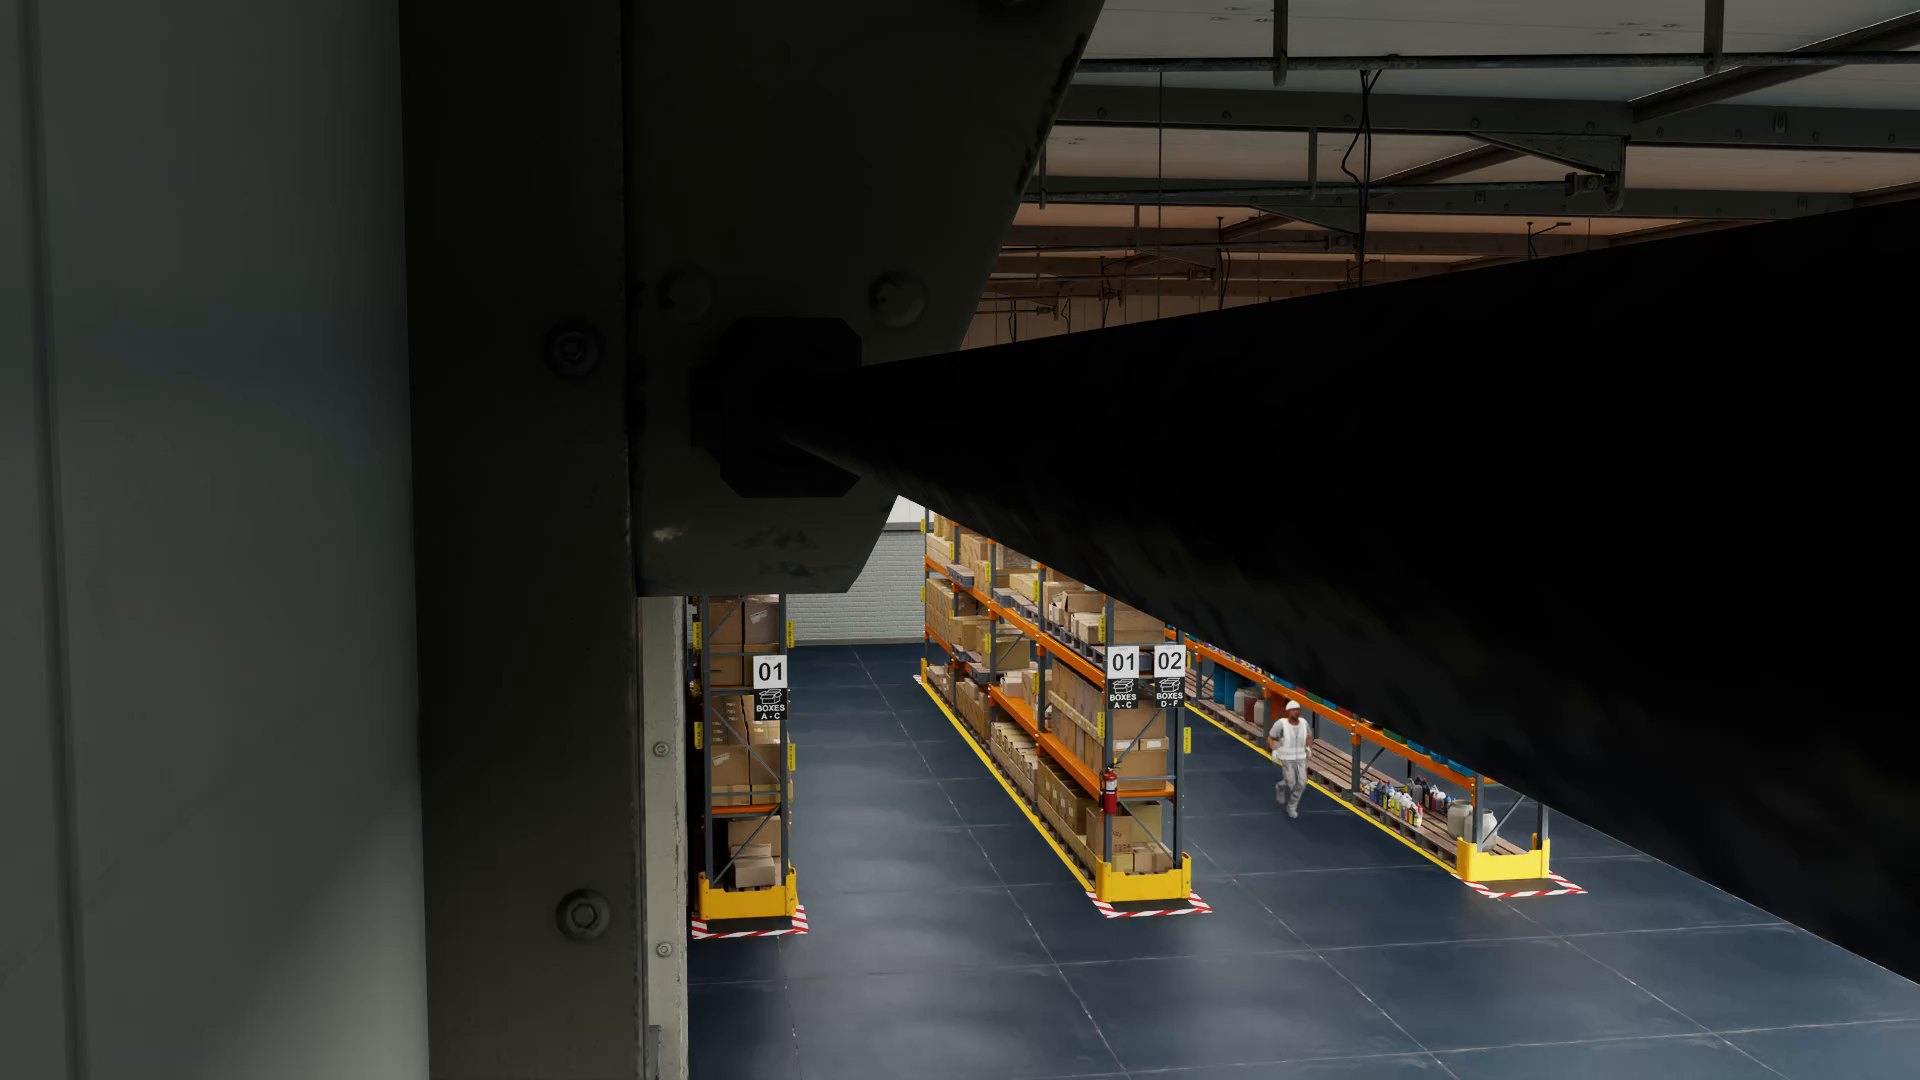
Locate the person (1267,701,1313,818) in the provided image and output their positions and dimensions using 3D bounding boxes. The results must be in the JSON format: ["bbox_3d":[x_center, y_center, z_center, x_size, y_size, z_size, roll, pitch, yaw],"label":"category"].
[{"bbox_3d":[4.990,3.279,24.990,0.699,1.744,0.596,-1,5,-13],"label":"person"}]
